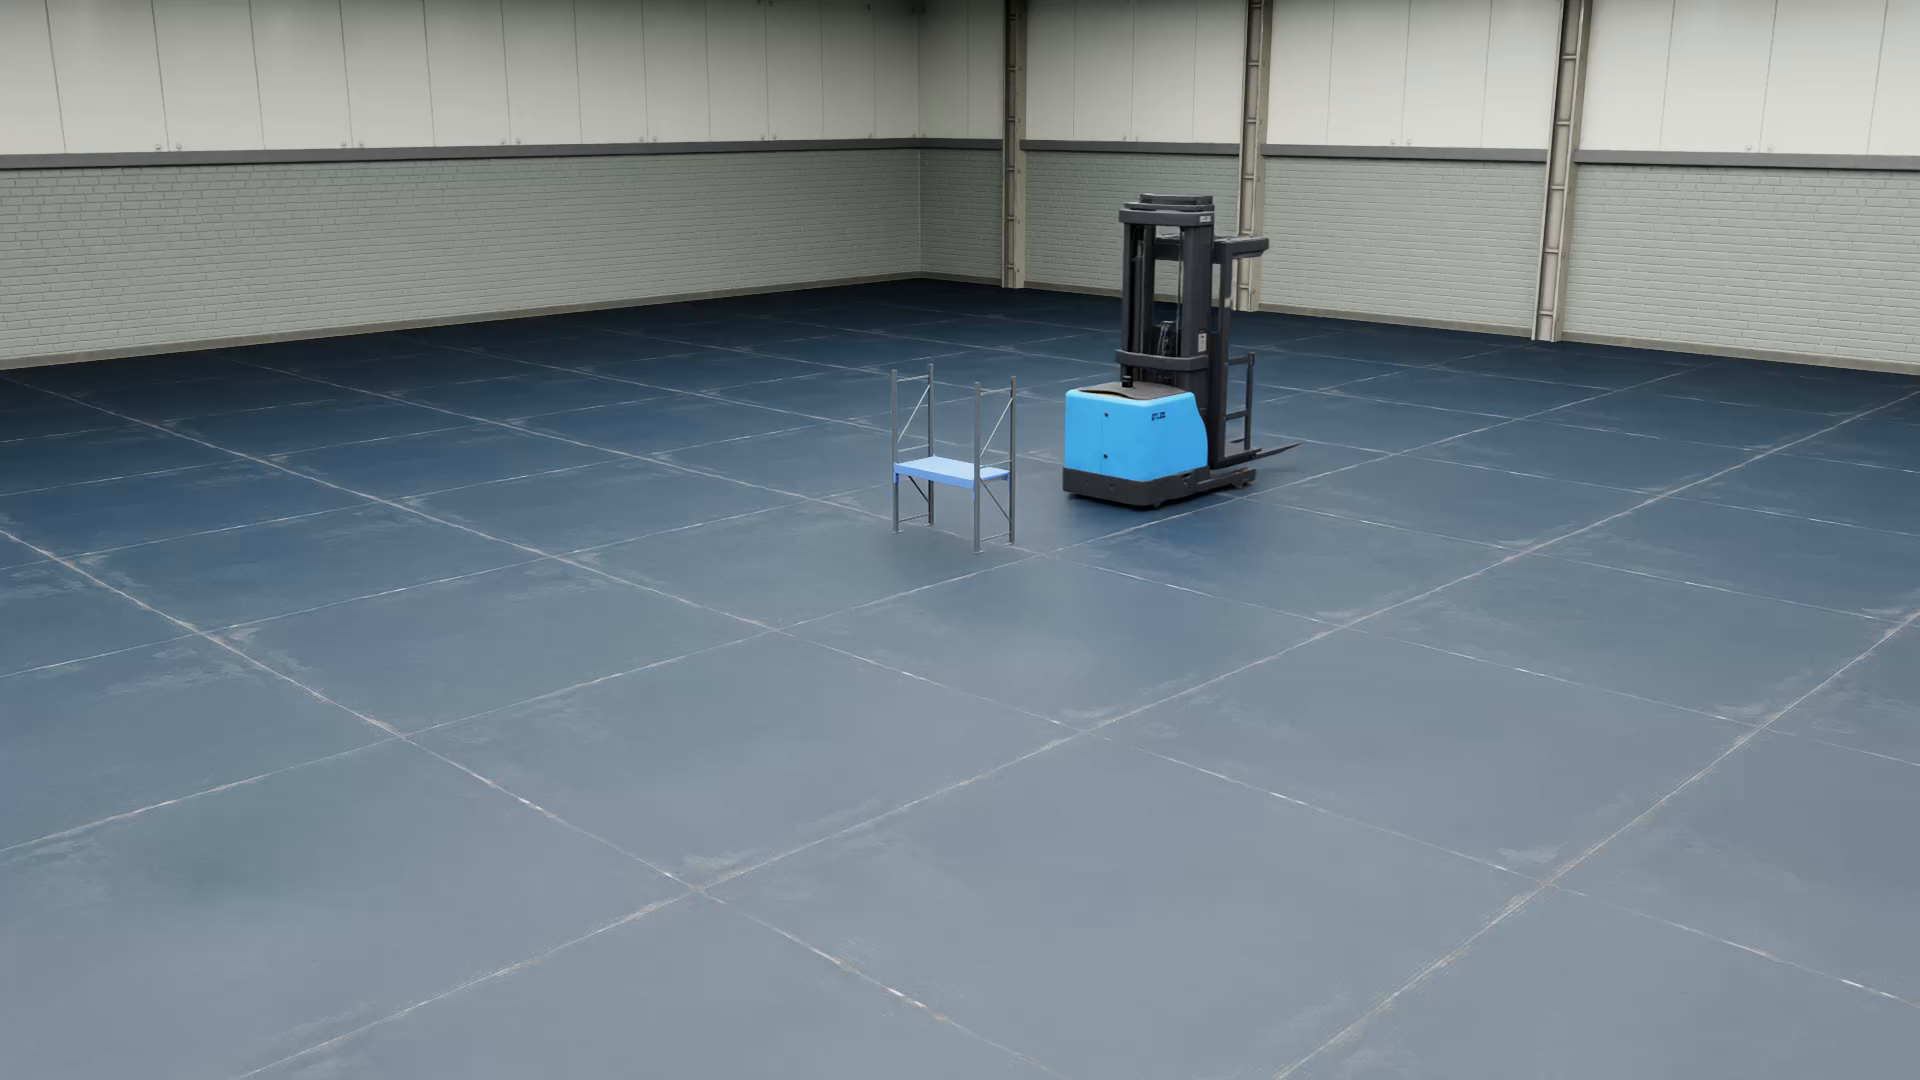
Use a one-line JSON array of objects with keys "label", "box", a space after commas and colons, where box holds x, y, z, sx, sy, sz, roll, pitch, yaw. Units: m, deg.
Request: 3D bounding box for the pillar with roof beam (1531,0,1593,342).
[{"label": "pillar with roof beam", "box": [6.795, -6.910, 23.605, 0.400, 9.000, 9.100, 14, 20, 42]}]

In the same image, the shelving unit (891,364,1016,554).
[{"label": "shelving unit", "box": [-0.061, -0.741, 14.800, 1.048, 1.500, 0.538, 14, 20, 42]}]

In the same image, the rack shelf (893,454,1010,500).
[{"label": "rack shelf", "box": [-0.061, -0.567, 14.846, 1.000, 0.185, 0.538, 14, 20, 42]}]

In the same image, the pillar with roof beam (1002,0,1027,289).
[{"label": "pillar with roof beam", "box": [-1.843, -9.010, 31.665, 0.400, 9.000, 9.100, 14, 20, 42]}]

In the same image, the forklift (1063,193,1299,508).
[{"label": "forklift", "box": [2.400, -2.030, 16.912, 1.130, 2.935, 3.031, 13, 20, 42]}]

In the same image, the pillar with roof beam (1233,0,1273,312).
[{"label": "pillar with roof beam", "box": [2.476, -7.960, 27.635, 0.400, 9.000, 9.100, 14, 20, 42]}]

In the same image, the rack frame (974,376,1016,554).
[{"label": "rack frame", "box": [0.305, -0.652, 14.459, 0.032, 1.500, 0.500, 14, 20, 42]}]

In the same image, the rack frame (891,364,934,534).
[{"label": "rack frame", "box": [-0.427, -0.830, 15.142, 0.032, 1.500, 0.500, 14, 20, 42]}]
